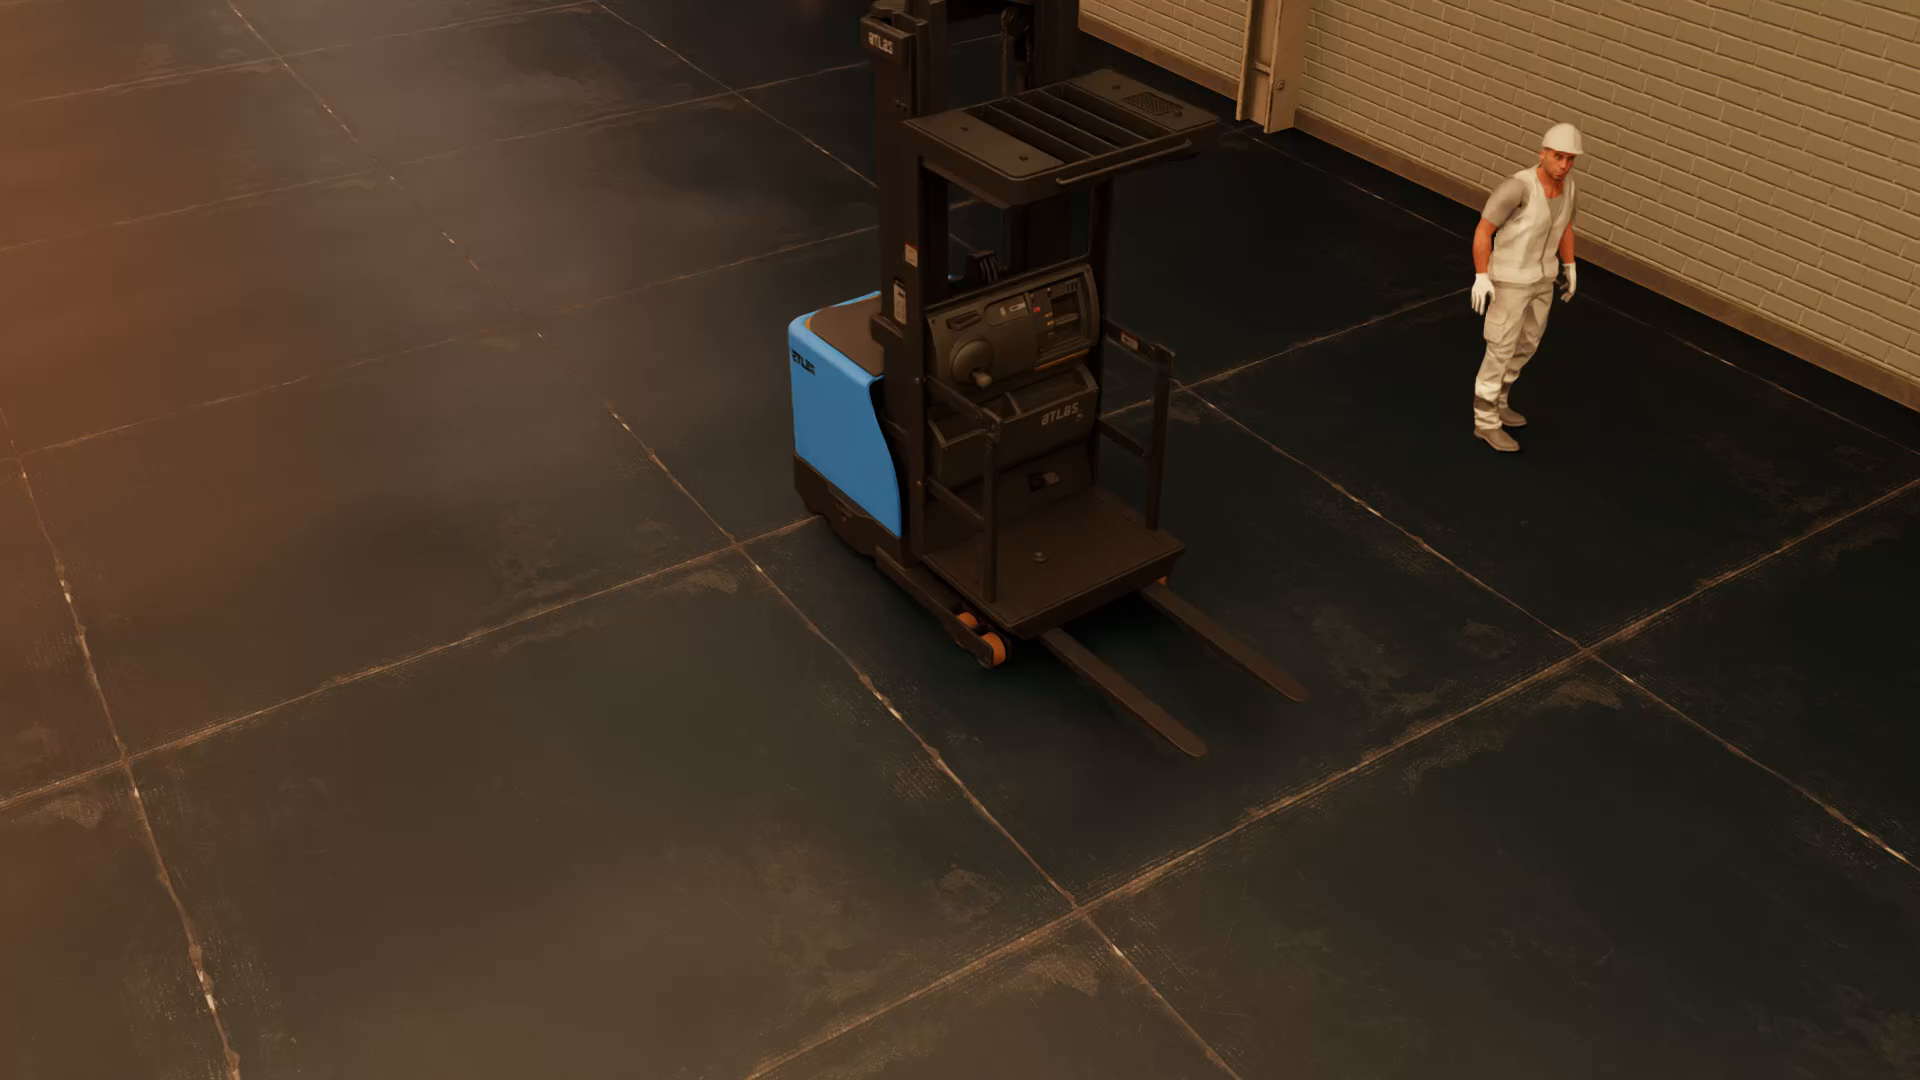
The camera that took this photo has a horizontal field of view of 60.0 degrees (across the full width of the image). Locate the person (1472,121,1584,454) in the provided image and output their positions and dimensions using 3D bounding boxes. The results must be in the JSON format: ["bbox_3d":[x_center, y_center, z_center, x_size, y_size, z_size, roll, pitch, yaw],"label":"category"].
[{"bbox_3d":[3.138,-1.386,9.112,0.695,1.793,0.546,-19,39,-25],"label":"person"}]

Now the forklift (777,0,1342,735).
[{"bbox_3d":[0.444,-0.946,7.495,1.130,2.935,3.031,-29,44,-34],"label":"forklift"}]
